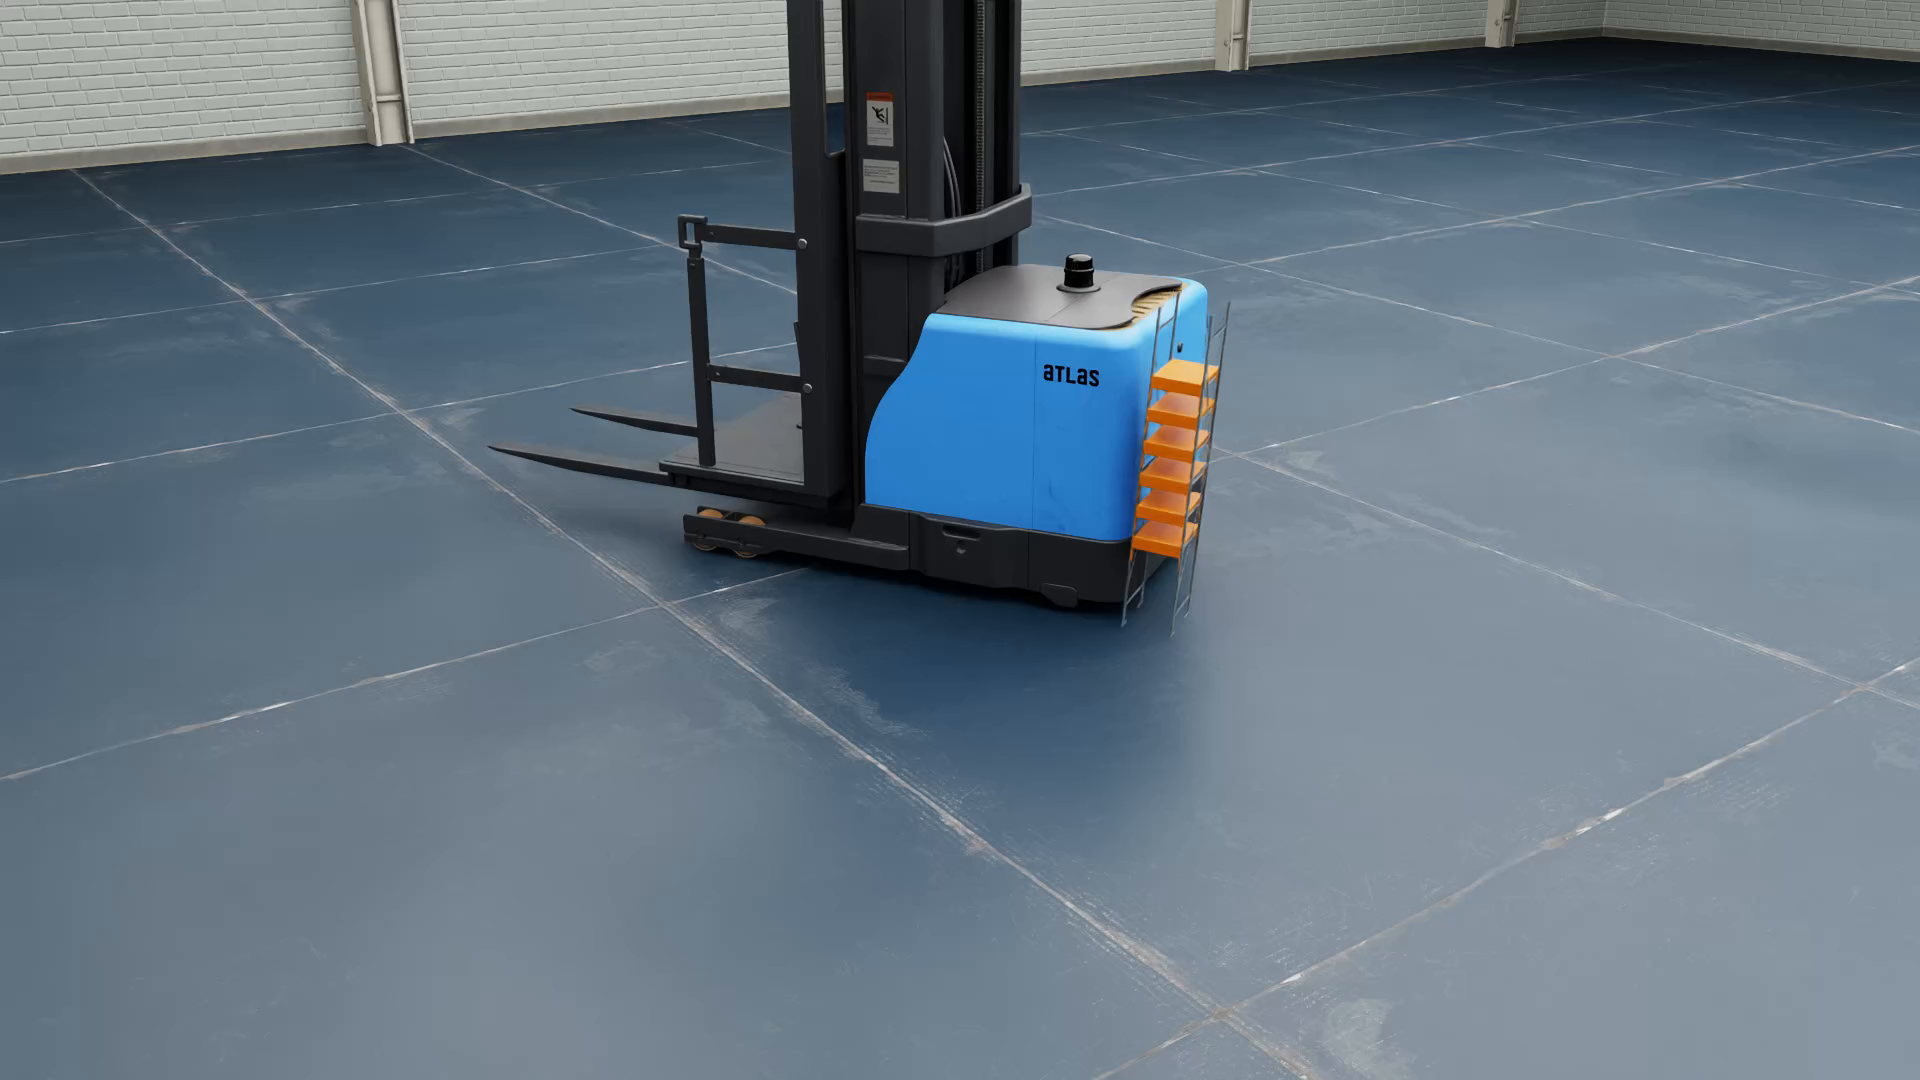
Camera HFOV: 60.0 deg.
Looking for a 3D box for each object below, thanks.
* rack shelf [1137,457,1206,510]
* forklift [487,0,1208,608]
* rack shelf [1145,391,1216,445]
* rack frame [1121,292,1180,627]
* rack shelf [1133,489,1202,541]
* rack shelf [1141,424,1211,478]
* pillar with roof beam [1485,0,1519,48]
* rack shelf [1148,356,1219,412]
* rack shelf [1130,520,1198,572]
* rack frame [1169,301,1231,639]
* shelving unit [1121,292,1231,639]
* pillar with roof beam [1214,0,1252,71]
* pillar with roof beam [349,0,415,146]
[{"bbox_3d":[0.758,-0.214,5.918,0.180,0.103,0.258,13,25,20],"label":"rack shelf"},{"bbox_3d":[-0.571,-1.455,6.589,3.031,2.935,1.130,9,24,22],"label":"forklift"},{"bbox_3d":[0.774,-0.433,5.823,0.180,0.103,0.258,13,25,20],"label":"rack shelf"},{"bbox_3d":[0.678,-0.274,5.931,0.006,1.200,0.240,13,25,20],"label":"rack frame"},{"bbox_3d":[0.751,-0.104,5.965,0.180,0.103,0.258,13,25,20],"label":"rack shelf"},{"bbox_3d":[0.766,-0.323,5.870,0.180,0.103,0.258,13,25,20],"label":"rack shelf"},{"bbox_3d":[11.245,-10.888,22.040,0.400,9.000,9.100,-15,26,-33],"label":"pillar with roof beam"},{"bbox_3d":[0.782,-0.543,5.775,0.180,0.103,0.258,13,25,20],"label":"rack shelf"},{"bbox_3d":[0.743,0.006,6.013,0.180,0.103,0.258,13,25,20],"label":"rack shelf"},{"bbox_3d":[0.845,-0.235,5.869,0.006,1.200,0.240,13,25,20],"label":"rack frame"},{"bbox_3d":[0.761,-0.254,5.900,0.189,1.200,0.258,13,25,20],"label":"shelving unit"},{"bbox_3d":[6.374,-9.589,18.785,0.400,9.000,9.100,-15,26,-33],"label":"pillar with roof beam"},{"bbox_3d":[-3.367,-6.992,12.276,0.400,9.000,9.100,-15,26,-33],"label":"pillar with roof beam"}]
